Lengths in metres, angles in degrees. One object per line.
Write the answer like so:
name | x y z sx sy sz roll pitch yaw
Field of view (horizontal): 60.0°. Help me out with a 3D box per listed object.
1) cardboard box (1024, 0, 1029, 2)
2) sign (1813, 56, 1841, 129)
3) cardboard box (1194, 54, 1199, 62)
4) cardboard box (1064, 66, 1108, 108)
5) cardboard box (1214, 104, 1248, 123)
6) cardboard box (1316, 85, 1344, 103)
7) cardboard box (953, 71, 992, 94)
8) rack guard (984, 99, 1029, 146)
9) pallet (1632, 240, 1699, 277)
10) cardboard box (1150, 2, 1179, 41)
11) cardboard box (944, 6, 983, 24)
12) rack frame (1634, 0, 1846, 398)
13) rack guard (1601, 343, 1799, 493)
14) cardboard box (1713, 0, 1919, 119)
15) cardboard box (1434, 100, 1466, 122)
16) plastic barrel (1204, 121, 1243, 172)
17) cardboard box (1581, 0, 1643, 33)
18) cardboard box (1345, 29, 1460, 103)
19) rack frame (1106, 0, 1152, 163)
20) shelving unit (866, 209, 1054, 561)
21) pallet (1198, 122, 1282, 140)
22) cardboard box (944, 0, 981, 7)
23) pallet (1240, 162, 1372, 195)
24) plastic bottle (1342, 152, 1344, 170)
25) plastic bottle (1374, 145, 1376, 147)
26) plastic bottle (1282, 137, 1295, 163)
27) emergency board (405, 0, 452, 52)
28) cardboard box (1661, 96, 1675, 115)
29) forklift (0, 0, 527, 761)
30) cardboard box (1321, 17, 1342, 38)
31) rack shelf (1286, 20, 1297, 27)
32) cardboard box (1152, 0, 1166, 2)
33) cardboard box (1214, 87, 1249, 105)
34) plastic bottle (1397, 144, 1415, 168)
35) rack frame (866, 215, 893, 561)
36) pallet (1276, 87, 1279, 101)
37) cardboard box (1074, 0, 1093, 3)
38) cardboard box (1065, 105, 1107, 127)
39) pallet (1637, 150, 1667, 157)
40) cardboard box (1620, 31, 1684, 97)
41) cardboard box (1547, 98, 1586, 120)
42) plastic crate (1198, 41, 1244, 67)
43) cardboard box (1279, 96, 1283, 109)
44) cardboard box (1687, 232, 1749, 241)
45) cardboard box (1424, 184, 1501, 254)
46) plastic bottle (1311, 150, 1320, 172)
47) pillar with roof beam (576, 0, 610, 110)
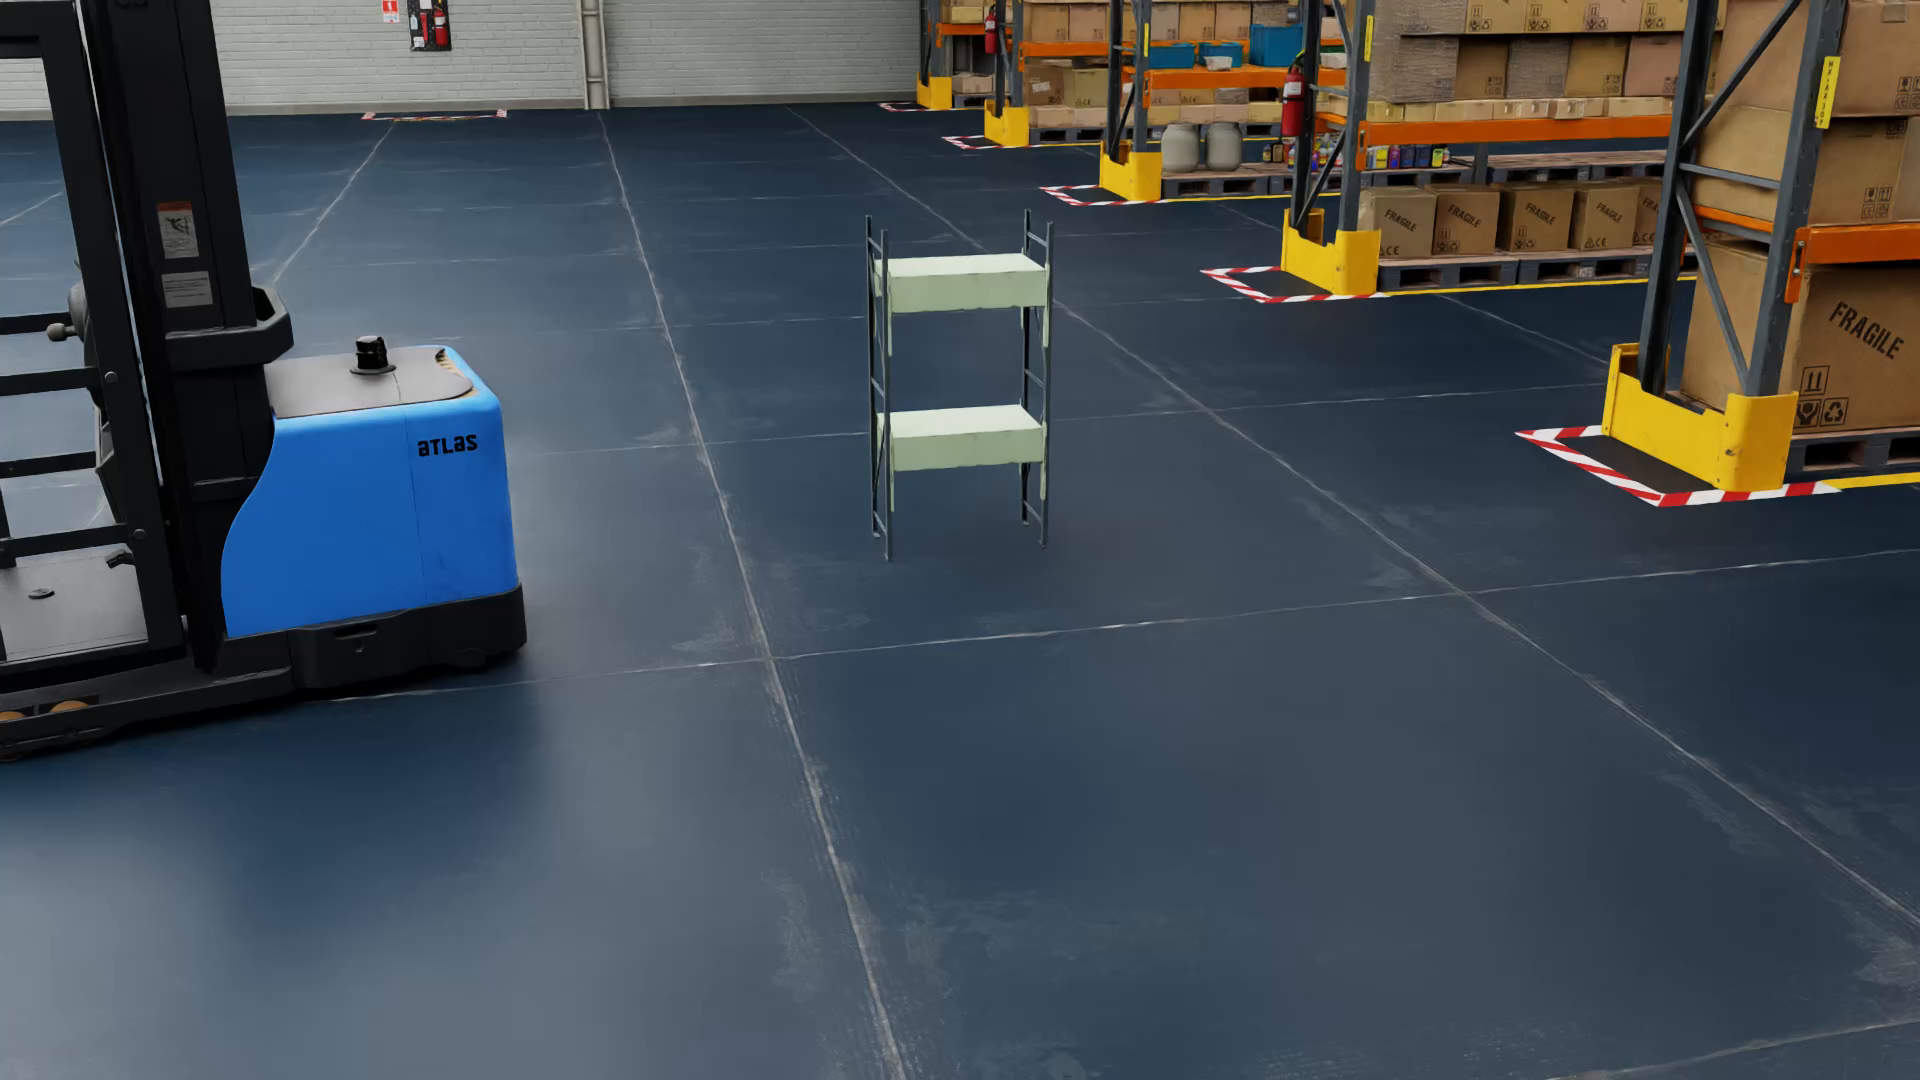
cardboard box | 0.979 -7.286 22.255 0.250 0.149 0.380 -5 21 -13
sign | 4.092 -2.113 7.849 0.005 0.325 0.100 -5 21 -12
cardboard box | 4.113 -7.911 28.046 0.500 0.500 0.700 -4 20 -11
cardboard box | 1.710 -6.107 22.421 0.500 0.500 0.500 -5 21 -12
cardboard box | 3.654 -5.917 22.993 0.500 0.250 0.500 -5 21 -12
cardboard box | 5.003 -6.276 23.157 0.500 0.311 0.500 -5 21 -12
cardboard box | 0.202 -7.467 27.107 0.500 0.311 0.500 -7 21 -19
rack guard | 0.628 -5.665 22.552 0.348 0.500 1.175 -5 21 -12
pallet | 6.174 -2.466 14.240 1.213 0.211 1.003 -5 21 -12
cardboard box | 2.614 -7.043 22.536 0.500 0.500 0.700 -4 21 -11
cardboard box | 0.056 -8.369 26.490 0.500 0.250 0.500 -5 21 -14
rack frame | 3.970 -1.856 8.520 0.127 3.000 1.000 -5 21 -12
rack guard | 3.947 -0.680 8.945 0.348 0.500 1.175 -5 21 -12
cardboard box | 4.340 -2.450 8.353 0.550 0.550 0.875 -5 21 -12
cardboard box | 3.754 -3.377 13.038 0.250 0.149 0.380 -5 21 -12
plastic barrel | 2.898 -4.328 18.276 0.421 0.512 0.421 0 20 0
cardboard box | 4.985 -4.251 13.028 0.500 0.500 0.500 -5 21 -12
cardboard box | 3.469 -3.745 13.099 0.500 0.500 0.875 -5 21 -12
rack frame | 1.787 -5.182 17.600 0.127 3.000 1.000 -5 21 -12
shelving unit | -0.006 -0.704 7.555 0.755 1.500 0.431 -5 21 -12
pallet | 3.760 -5.799 23.337 1.213 0.211 1.003 -5 21 -12
cardboard box | 0.041 -8.726 26.375 0.500 0.500 0.500 -5 21 -12
pallet | 3.827 -4.052 18.570 1.213 0.211 1.003 -5 21 -12
plastic bottle | 4.252 -4.198 18.240 0.097 0.271 0.097 0 20 0
plastic bottle | 4.686 -4.447 18.921 0.097 0.271 0.097 0 20 0
plastic bottle | 3.725 -4.412 18.820 0.135 0.276 0.152 -4 21 -12
emergency board | -8.263 -8.185 25.799 0.643 1.169 0.194 -5 21 -12
cardboard box | 5.684 -3.558 13.533 0.250 0.149 0.380 -5 21 -12
forklift | -3.252 -0.821 5.795 3.031 2.935 1.130 -10 22 -25
cardboard box | 5.013 -7.140 23.163 0.500 0.250 0.500 -3 20 -9
rack shelf | 5.347 -8.635 28.073 4.000 0.370 1.077 -5 21 -12
cardboard box | 2.579 -7.272 22.218 0.250 0.149 0.380 -4 21 -12
cardboard box | 3.654 -6.270 22.866 0.500 0.500 0.500 -5 21 -12
plastic bottle | 4.933 -4.299 18.400 0.185 0.351 0.144 -6 21 -15
rack frame | -0.363 -0.675 7.476 0.023 1.500 0.400 -5 21 -12
pallet | 5.347 -7.665 28.433 1.213 0.211 1.003 -5 21 -12
cardboard box | 1.582 -7.192 21.998 0.250 0.149 0.380 -5 21 -12
cardboard box | 1.710 -5.755 22.552 0.500 0.250 0.500 -5 21 -12
pallet | 8.810 -4.457 19.676 1.213 0.211 1.003 -5 21 -12
cardboard box | 5.410 -3.911 13.553 0.500 0.500 0.875 -5 21 -12
cardboard box | 4.741 -3.435 13.196 0.250 0.149 0.380 -5 21 -12
plastic crate | 2.839 -5.301 18.142 0.408 0.251 0.499 -5 21 -12
cardboard box | 4.881 -6.193 23.747 0.500 0.250 0.500 -5 21 -13
cardboard box | 6.421 -2.846 14.246 0.500 0.500 0.500 -5 21 -14
cardboard box | 4.113 -2.650 13.712 0.500 0.500 0.500 1 20 2
plastic bottle | 3.848 -4.164 18.131 0.133 0.283 0.061 -4 21 -12
pillar with roof beam | -4.858 -9.744 21.332 0.400 9.000 9.100 -5 21 -12
